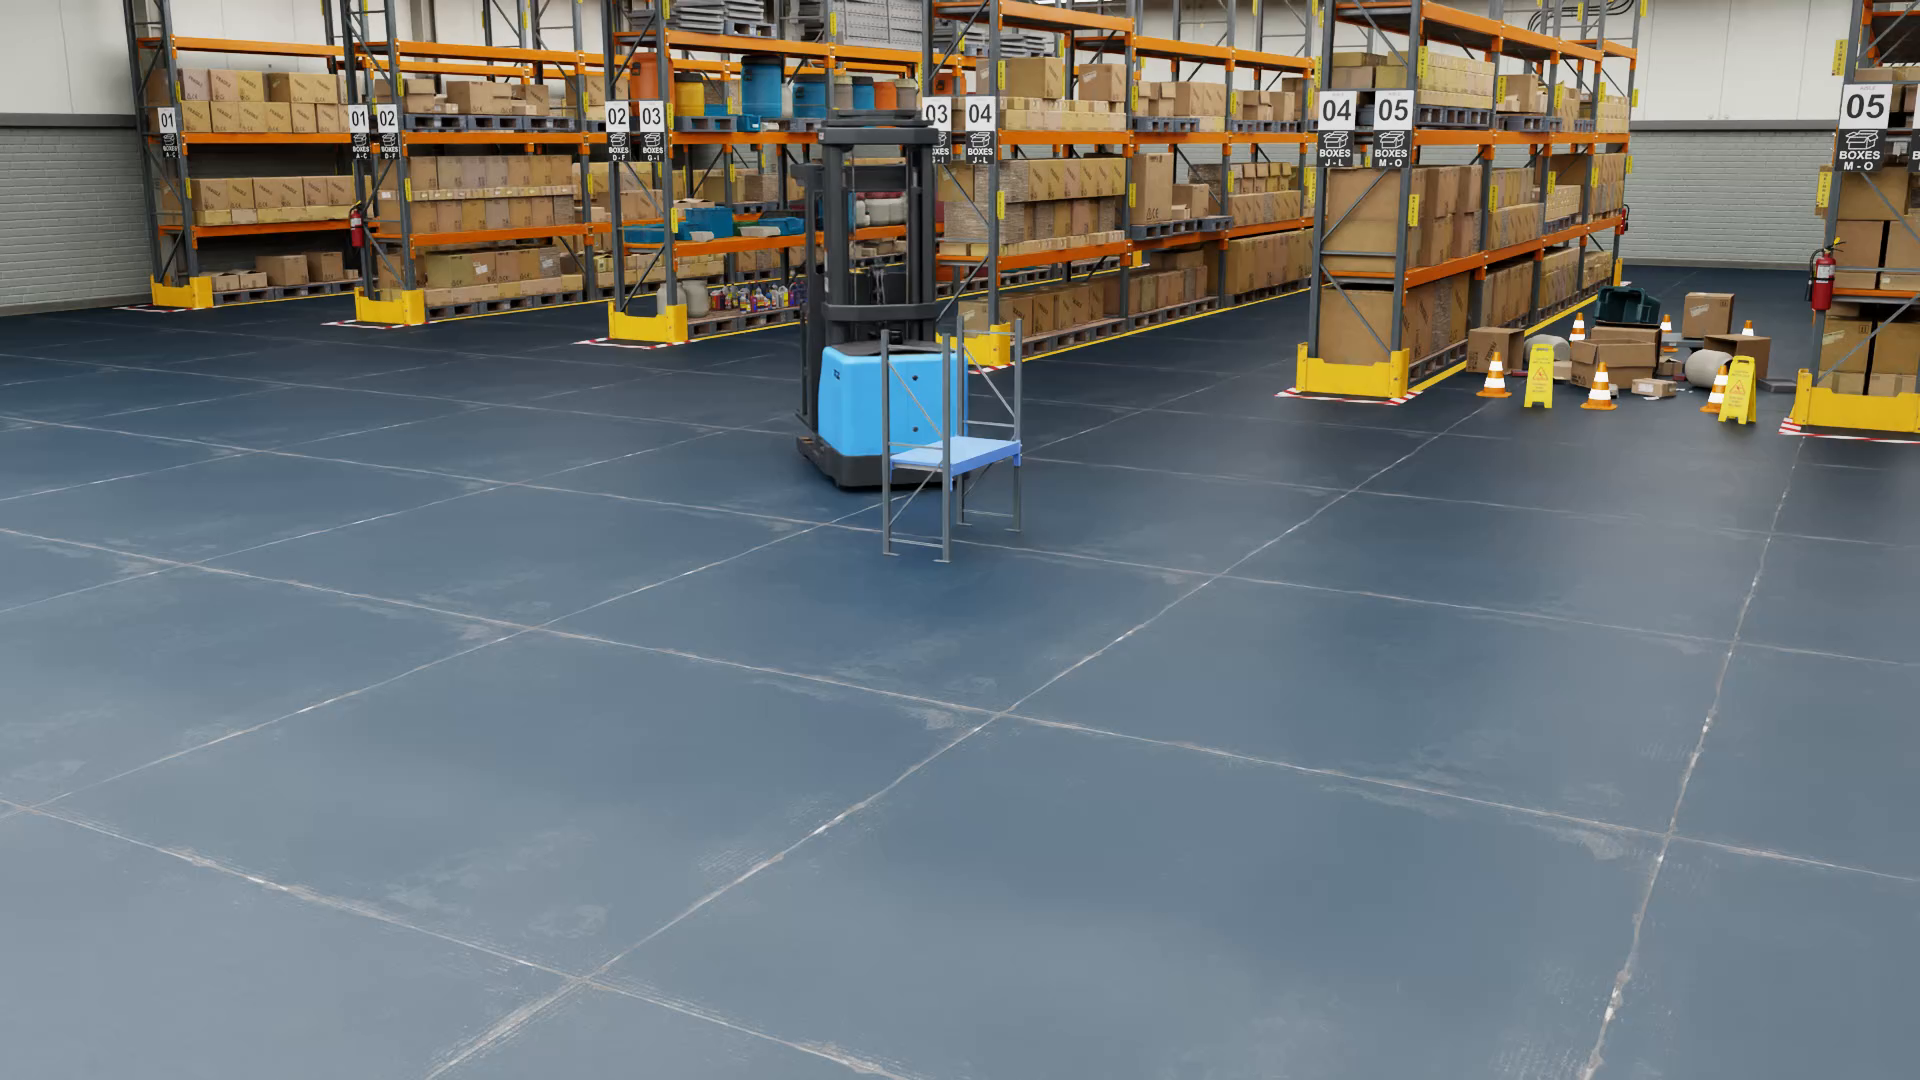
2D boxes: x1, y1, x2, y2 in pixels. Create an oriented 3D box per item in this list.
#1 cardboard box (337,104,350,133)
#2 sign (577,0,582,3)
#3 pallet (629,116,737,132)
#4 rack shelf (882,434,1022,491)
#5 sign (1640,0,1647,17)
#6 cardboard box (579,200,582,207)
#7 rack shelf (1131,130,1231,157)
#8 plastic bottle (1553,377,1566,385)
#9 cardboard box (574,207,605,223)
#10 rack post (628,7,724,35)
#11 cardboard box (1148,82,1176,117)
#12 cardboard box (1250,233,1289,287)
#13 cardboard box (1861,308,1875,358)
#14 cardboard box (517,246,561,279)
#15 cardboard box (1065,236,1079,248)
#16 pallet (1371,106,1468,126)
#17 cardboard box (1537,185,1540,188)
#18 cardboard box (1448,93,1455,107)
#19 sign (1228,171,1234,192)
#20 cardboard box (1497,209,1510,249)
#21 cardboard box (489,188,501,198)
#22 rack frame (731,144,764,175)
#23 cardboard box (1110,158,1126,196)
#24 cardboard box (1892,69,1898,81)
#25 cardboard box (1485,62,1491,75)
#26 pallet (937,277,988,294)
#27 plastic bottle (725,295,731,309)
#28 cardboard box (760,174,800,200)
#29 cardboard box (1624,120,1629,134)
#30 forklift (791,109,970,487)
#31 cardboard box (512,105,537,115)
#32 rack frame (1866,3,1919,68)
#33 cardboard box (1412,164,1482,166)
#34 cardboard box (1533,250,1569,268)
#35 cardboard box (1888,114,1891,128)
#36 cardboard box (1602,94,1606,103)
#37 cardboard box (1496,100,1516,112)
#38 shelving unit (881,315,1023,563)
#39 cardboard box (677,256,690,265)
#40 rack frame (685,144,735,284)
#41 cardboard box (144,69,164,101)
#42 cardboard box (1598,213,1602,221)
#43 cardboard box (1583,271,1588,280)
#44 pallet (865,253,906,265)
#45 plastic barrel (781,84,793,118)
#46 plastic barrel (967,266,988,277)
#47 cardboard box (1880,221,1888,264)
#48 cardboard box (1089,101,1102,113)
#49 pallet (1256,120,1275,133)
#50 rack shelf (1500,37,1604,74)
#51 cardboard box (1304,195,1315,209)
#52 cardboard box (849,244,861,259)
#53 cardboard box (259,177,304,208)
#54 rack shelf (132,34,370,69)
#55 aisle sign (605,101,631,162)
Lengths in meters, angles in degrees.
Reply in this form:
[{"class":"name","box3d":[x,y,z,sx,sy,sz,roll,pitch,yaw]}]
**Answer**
[{"class":"cardboard box","box3d":[-11.093,-7.557,29.825,0.500,0.500,0.500,8,16,30]},{"class":"sign","box3d":[-6.252,-8.992,27.301,0.100,0.325,0.005,7,15,28]},{"class":"pallet","box3d":[-3.839,-5.755,23.007,1.003,0.211,1.213,7,15,28]},{"class":"rack shelf","box3d":[-0.041,-0.537,11.327,0.538,0.185,1.000,7,15,28]},{"class":"sign","box3d":[12.515,-9.749,30.441,0.100,0.325,0.005,7,15,28]},{"class":"cardboard box","box3d":[-8.171,-7.190,35.449,0.380,0.149,0.250,8,16,29]},{"class":"rack shelf","box3d":[2.911,-6.008,25.189,1.077,0.370,4.000,7,15,28]},{"class":"plastic bottle","box3d":[6.820,-1.823,18.964,0.133,0.061,0.283,2,14,9]},{"class":"cardboard box","box3d":[-6.526,-5.645,28.871,0.500,0.250,0.500,9,16,32]},{"class":"rack post","box3d":[-3.848,-7.044,22.617,0.937,0.300,0.954,9,16,34]},{"class":"cardboard box","box3d":[2.713,-6.480,24.498,0.797,0.503,0.637,8,16,30]},{"class":"cardboard box","box3d":[5.089,-4.985,29.448,1.225,0.875,0.875,7,15,26]},{"class":"cardboard box","box3d":[9.344,-2.182,17.555,0.500,0.500,0.500,7,15,27]},{"class":"cardboard box","box3d":[-7.010,-4.623,27.681,0.500,0.500,0.500,7,15,28]},{"class":"cardboard box","box3d":[1.360,-3.984,22.193,0.380,0.149,0.250,7,15,28]},{"class":"pallet","box3d":[5.242,-4.906,19.271,1.003,0.211,1.213,7,15,28]},{"class":"cardboard box","box3d":[9.512,-5.890,27.937,0.380,0.149,0.250,8,16,31]},{"class":"cardboard box","box3d":[5.360,-4.968,18.766,0.380,0.149,0.250,7,15,28]},{"class":"sign","box3d":[4.358,-5.775,26.785,0.100,0.325,0.005,7,15,28]},{"class":"cardboard box","box3d":[6.971,-4.136,22.077,0.500,0.500,0.500,8,15,28]},{"class":"cardboard box","box3d":[-7.537,-5.527,26.462,0.380,0.149,0.250,8,15,29]},{"class":"rack frame","box3d":[-5.263,-8.635,40.950,1.000,3.000,0.127,7,15,28]},{"class":"cardboard box","box3d":[1.968,-5.045,23.079,0.500,0.500,0.500,7,15,28]},{"class":"cardboard box","box3d":[8.749,-4.421,15.906,0.380,0.149,0.250,8,16,29]},{"class":"cardboard box","box3d":[6.217,-5.720,20.185,0.380,0.149,0.250,7,15,28]},{"class":"pallet","box3d":[-0.113,-4.682,30.504,1.003,0.211,1.213,7,15,28]},{"class":"plastic bottle","box3d":[-3.490,-3.577,25.001,0.097,0.201,0.097,0,14,0]},{"class":"cardboard box","box3d":[-3.658,-7.137,33.628,0.700,0.500,0.500,3,14,14]},{"class":"cardboard box","box3d":[12.050,-7.631,30.704,0.500,0.250,0.500,7,15,27]},{"class":"forklift","box3d":[-0.808,-2.140,14.155,1.130,2.935,3.031,-4,14,-15]},{"class":"cardboard box","box3d":[-7.069,-6.942,26.871,0.380,0.149,0.250,7,15,28]},{"class":"rack frame","box3d":[12.553,-7.104,21.798,1.000,3.000,0.127,7,15,28]},{"class":"cardboard box","box3d":[6.029,-4.433,20.896,0.875,0.550,0.550,7,15,28]},{"class":"cardboard box","box3d":[9.463,-4.506,26.661,0.500,0.250,0.500,7,15,26]},{"class":"cardboard box","box3d":[8.863,-4.092,16.244,0.380,0.149,0.250,8,16,30]},{"class":"cardboard box","box3d":[10.856,-7.560,28.496,0.380,0.149,0.250,7,15,26]},{"class":"cardboard box","box3d":[7.143,-5.754,22.025,0.380,0.149,0.250,7,15,28]},{"class":"shelving unit","box3d":[-0.041,-0.712,11.285,0.538,1.500,1.048,7,15,28]},{"class":"cardboard box","box3d":[-5.321,-5.227,30.590,0.500,0.311,0.500,7,15,28]},{"class":"rack frame","box3d":[-4.792,-6.433,31.817,1.000,3.000,0.127,7,15,28]},{"class":"cardboard box","box3d":[-13.018,-7.473,27.341,0.500,0.500,0.500,8,16,31]},{"class":"cardboard box","box3d":[11.122,-5.723,29.406,0.380,0.149,0.250,8,16,30]},{"class":"cardboard box","box3d":[10.560,-4.549,28.554,0.380,0.149,0.250,8,16,31]},{"class":"pallet","box3d":[-1.937,-6.290,37.175,1.003,0.211,1.213,7,15,28]},{"class":"plastic barrel","box3d":[-2.771,-6.701,25.394,0.421,0.512,0.421,0,14,0]},{"class":"plastic barrel","box3d":[0.310,-5.237,31.105,0.600,0.588,0.708,7,15,28]},{"class":"cardboard box","box3d":[9.460,-3.188,17.509,0.500,0.500,0.500,8,15,29]},{"class":"cardboard box","box3d":[1.675,-5.804,22.276,0.380,0.149,0.250,7,15,26]},{"class":"pallet","box3d":[4.681,-7.044,28.355,1.003,0.211,1.213,8,16,31]},{"class":"rack shelf","box3d":[9.138,-7.510,25.872,1.077,0.370,4.000,7,15,28]},{"class":"cardboard box","box3d":[6.268,-6.269,30.822,0.500,0.250,0.500,7,15,27]},{"class":"cardboard box","box3d":[-2.466,-6.222,35.741,0.500,0.311,0.500,7,15,28]},{"class":"cardboard box","box3d":[-11.761,-6.030,28.824,0.500,0.500,0.500,8,16,30]},{"class":"rack shelf","box3d":[-12.031,-8.328,28.418,1.077,0.370,4.000,7,15,28]},{"class":"aisle sign","box3d":[-4.620,-5.512,22.452,0.394,0.787,0.004,7,15,28]}]
